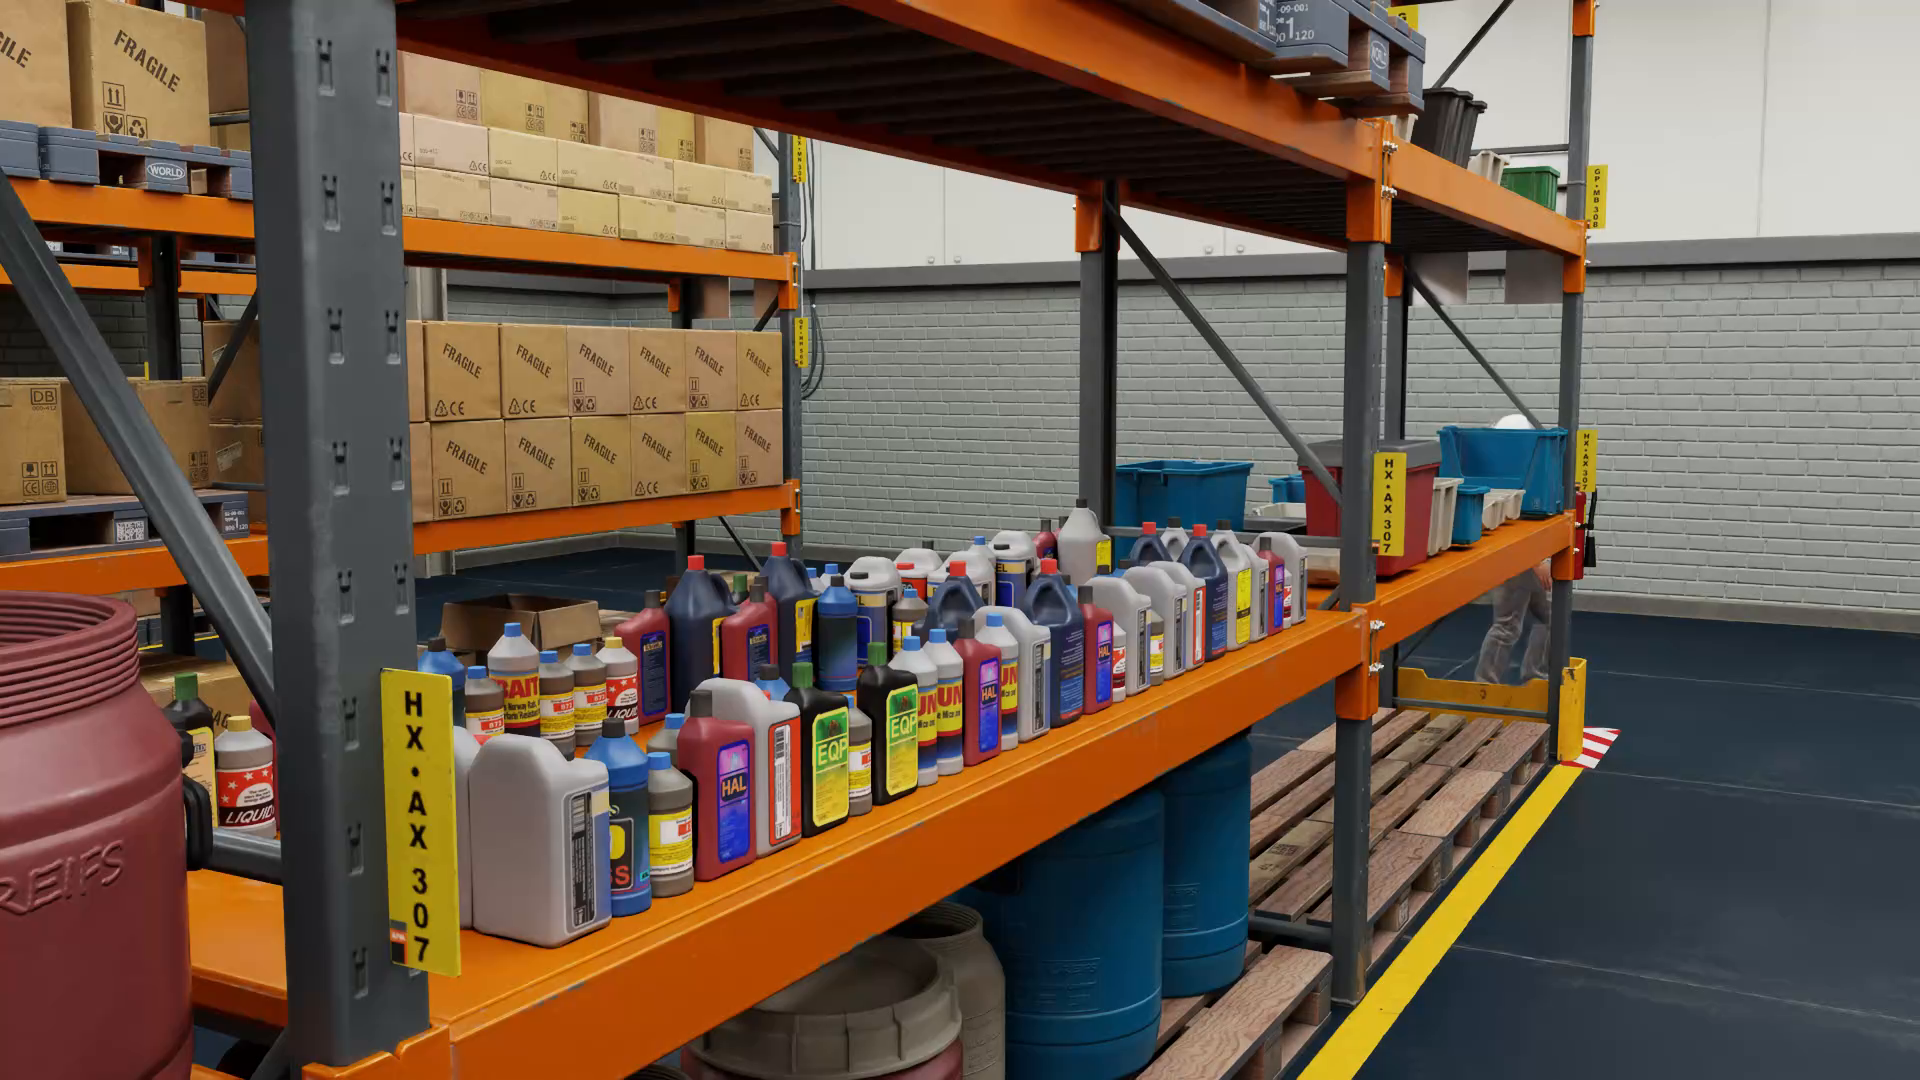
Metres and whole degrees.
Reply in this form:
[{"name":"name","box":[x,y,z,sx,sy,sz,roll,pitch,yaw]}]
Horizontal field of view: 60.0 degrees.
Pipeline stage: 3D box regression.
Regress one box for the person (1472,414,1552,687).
[{"name":"person","box":[3.375,0.165,10.019,0.541,1.836,0.552,2,6,21]}]
